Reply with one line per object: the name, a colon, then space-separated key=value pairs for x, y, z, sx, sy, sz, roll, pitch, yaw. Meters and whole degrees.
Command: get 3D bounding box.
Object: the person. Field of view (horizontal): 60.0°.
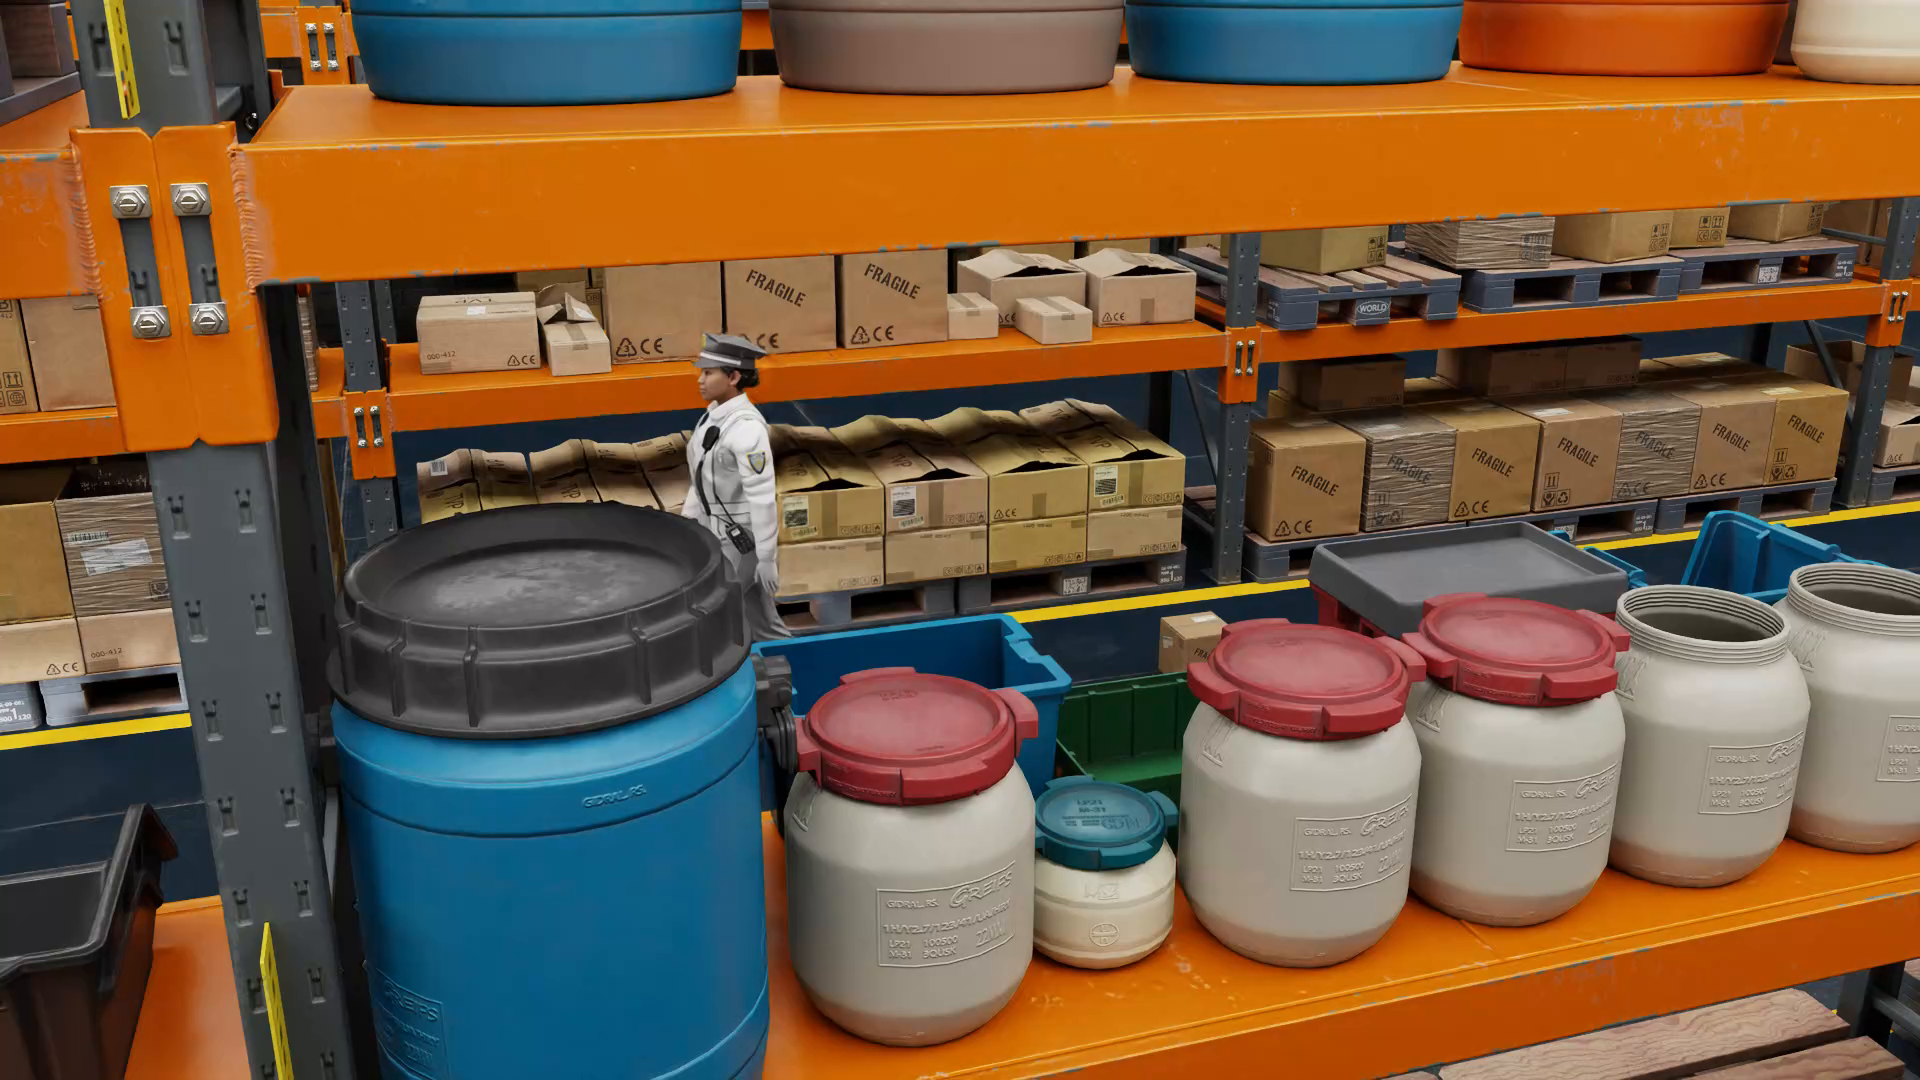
person: x=-0.923 y=0.037 z=6.450 sx=0.724 sy=1.722 sz=0.500 roll=-6 pitch=20 yaw=-17
